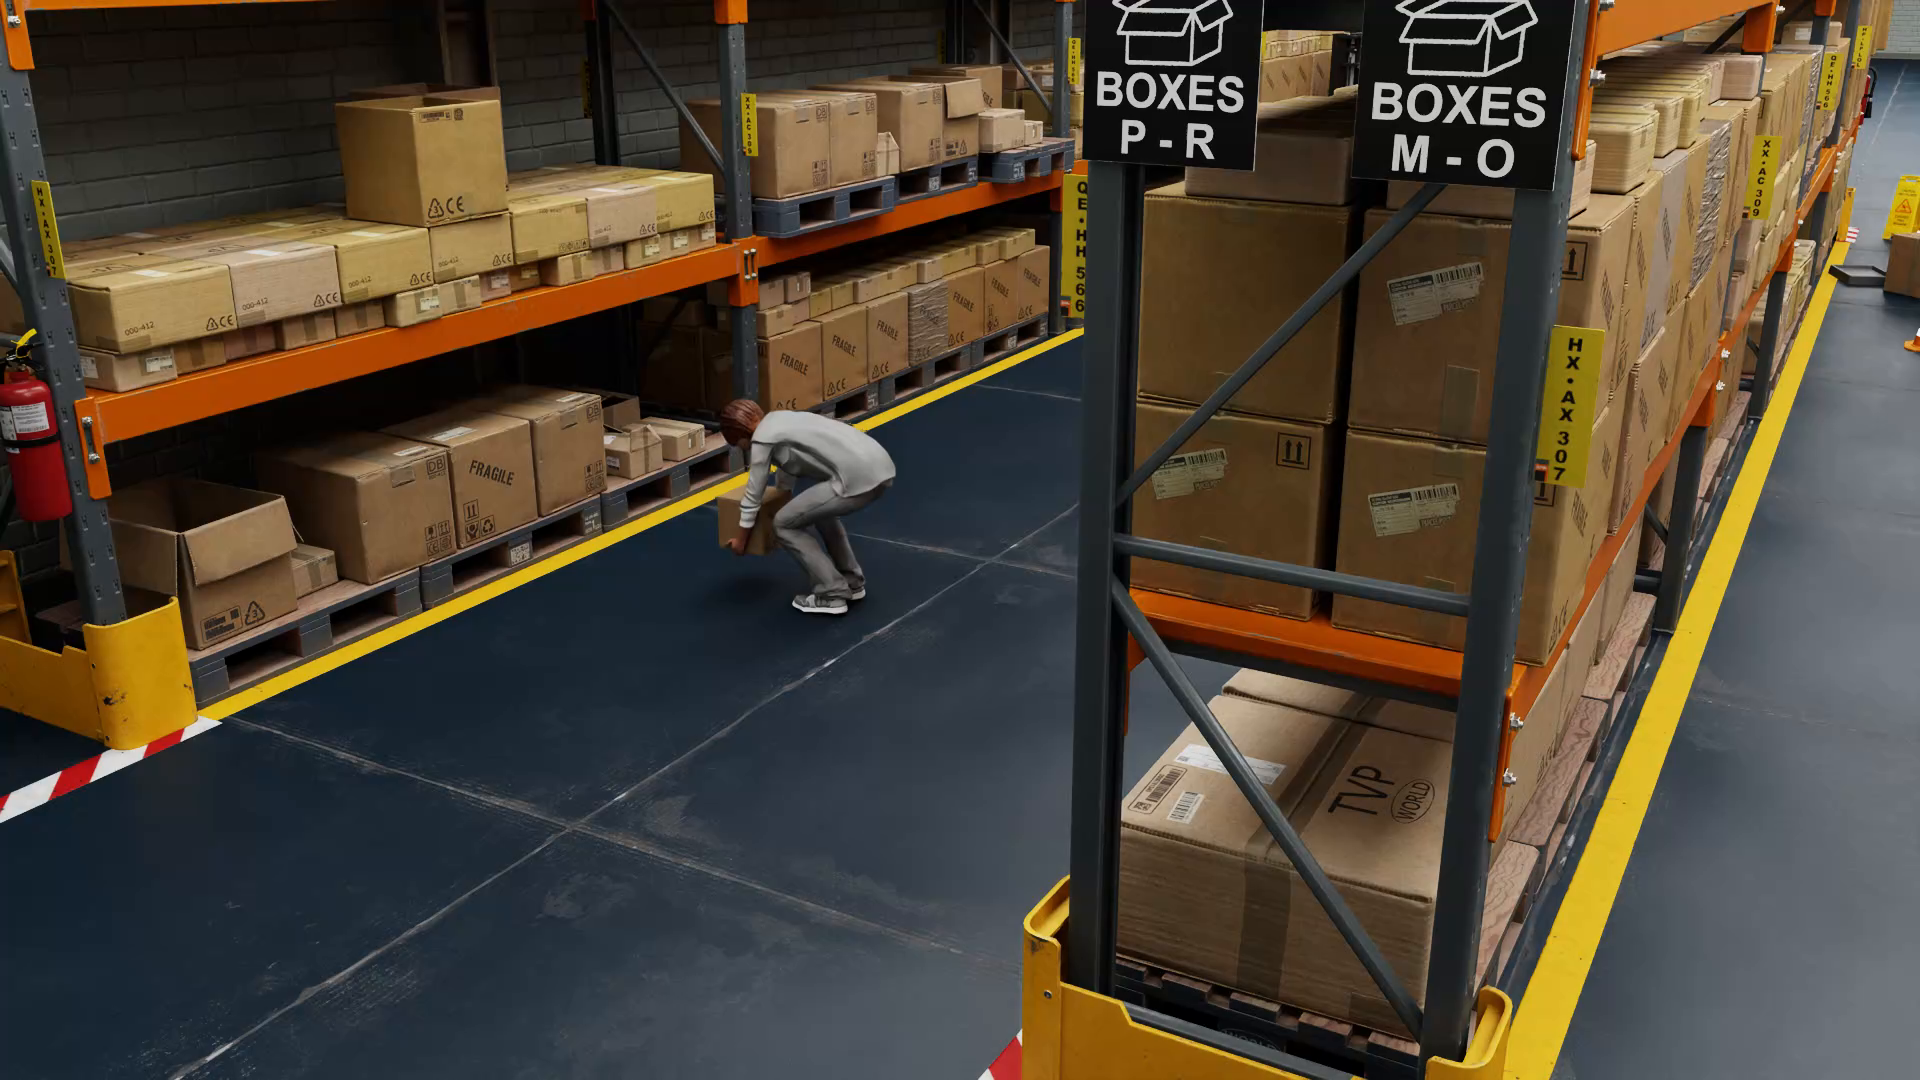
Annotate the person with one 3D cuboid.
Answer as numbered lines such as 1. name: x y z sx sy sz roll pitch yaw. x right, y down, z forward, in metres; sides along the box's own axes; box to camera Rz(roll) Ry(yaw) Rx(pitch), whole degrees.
1. person: -0.700 -0.156 7.535 0.854 0.914 0.428 10 22 25
